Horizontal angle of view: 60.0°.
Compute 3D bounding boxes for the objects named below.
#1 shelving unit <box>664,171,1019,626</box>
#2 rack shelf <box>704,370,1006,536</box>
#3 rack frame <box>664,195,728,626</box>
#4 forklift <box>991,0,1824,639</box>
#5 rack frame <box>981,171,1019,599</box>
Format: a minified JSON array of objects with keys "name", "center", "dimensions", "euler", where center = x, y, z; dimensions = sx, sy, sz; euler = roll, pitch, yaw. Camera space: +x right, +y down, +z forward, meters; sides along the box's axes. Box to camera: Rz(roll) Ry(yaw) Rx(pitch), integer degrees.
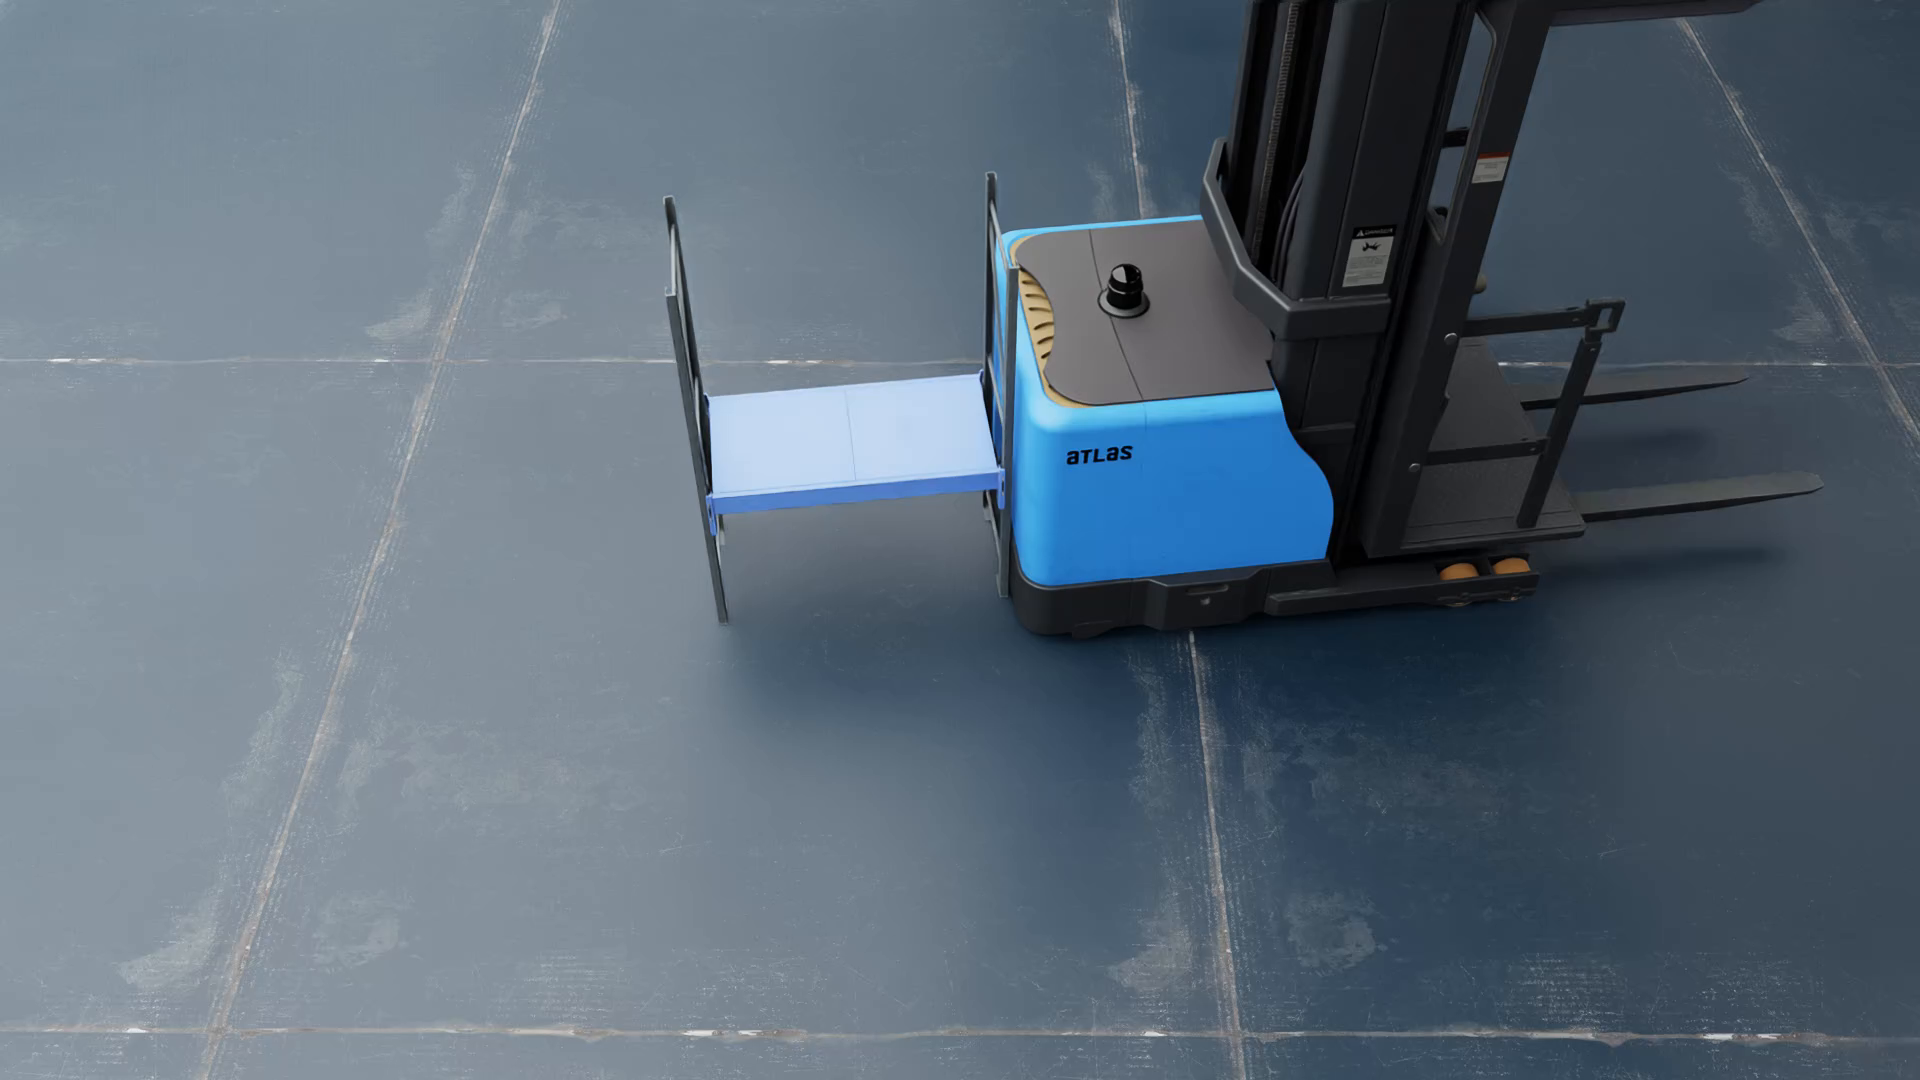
[{"name":"shelving unit","center":[-0.375,-0.433,5.628],"dimensions":[1.048,1.500,0.538],"euler":[-5,47,-5]},{"name":"rack shelf","center":[-0.375,-0.310,5.760],"dimensions":[1.000,0.185,0.538],"euler":[-5,47,-5]},{"name":"rack frame","center":[-0.879,-0.385,5.584],"dimensions":[0.032,1.500,0.500],"euler":[-5,47,-5]},{"name":"forklift","center":[1.645,-1.137,5.306],"dimensions":[3.031,2.935,1.130],"euler":[-6,47,-5]},{"name":"rack frame","center":[0.129,-0.480,5.672],"dimensions":[0.032,1.500,0.500],"euler":[-5,47,-5]}]
